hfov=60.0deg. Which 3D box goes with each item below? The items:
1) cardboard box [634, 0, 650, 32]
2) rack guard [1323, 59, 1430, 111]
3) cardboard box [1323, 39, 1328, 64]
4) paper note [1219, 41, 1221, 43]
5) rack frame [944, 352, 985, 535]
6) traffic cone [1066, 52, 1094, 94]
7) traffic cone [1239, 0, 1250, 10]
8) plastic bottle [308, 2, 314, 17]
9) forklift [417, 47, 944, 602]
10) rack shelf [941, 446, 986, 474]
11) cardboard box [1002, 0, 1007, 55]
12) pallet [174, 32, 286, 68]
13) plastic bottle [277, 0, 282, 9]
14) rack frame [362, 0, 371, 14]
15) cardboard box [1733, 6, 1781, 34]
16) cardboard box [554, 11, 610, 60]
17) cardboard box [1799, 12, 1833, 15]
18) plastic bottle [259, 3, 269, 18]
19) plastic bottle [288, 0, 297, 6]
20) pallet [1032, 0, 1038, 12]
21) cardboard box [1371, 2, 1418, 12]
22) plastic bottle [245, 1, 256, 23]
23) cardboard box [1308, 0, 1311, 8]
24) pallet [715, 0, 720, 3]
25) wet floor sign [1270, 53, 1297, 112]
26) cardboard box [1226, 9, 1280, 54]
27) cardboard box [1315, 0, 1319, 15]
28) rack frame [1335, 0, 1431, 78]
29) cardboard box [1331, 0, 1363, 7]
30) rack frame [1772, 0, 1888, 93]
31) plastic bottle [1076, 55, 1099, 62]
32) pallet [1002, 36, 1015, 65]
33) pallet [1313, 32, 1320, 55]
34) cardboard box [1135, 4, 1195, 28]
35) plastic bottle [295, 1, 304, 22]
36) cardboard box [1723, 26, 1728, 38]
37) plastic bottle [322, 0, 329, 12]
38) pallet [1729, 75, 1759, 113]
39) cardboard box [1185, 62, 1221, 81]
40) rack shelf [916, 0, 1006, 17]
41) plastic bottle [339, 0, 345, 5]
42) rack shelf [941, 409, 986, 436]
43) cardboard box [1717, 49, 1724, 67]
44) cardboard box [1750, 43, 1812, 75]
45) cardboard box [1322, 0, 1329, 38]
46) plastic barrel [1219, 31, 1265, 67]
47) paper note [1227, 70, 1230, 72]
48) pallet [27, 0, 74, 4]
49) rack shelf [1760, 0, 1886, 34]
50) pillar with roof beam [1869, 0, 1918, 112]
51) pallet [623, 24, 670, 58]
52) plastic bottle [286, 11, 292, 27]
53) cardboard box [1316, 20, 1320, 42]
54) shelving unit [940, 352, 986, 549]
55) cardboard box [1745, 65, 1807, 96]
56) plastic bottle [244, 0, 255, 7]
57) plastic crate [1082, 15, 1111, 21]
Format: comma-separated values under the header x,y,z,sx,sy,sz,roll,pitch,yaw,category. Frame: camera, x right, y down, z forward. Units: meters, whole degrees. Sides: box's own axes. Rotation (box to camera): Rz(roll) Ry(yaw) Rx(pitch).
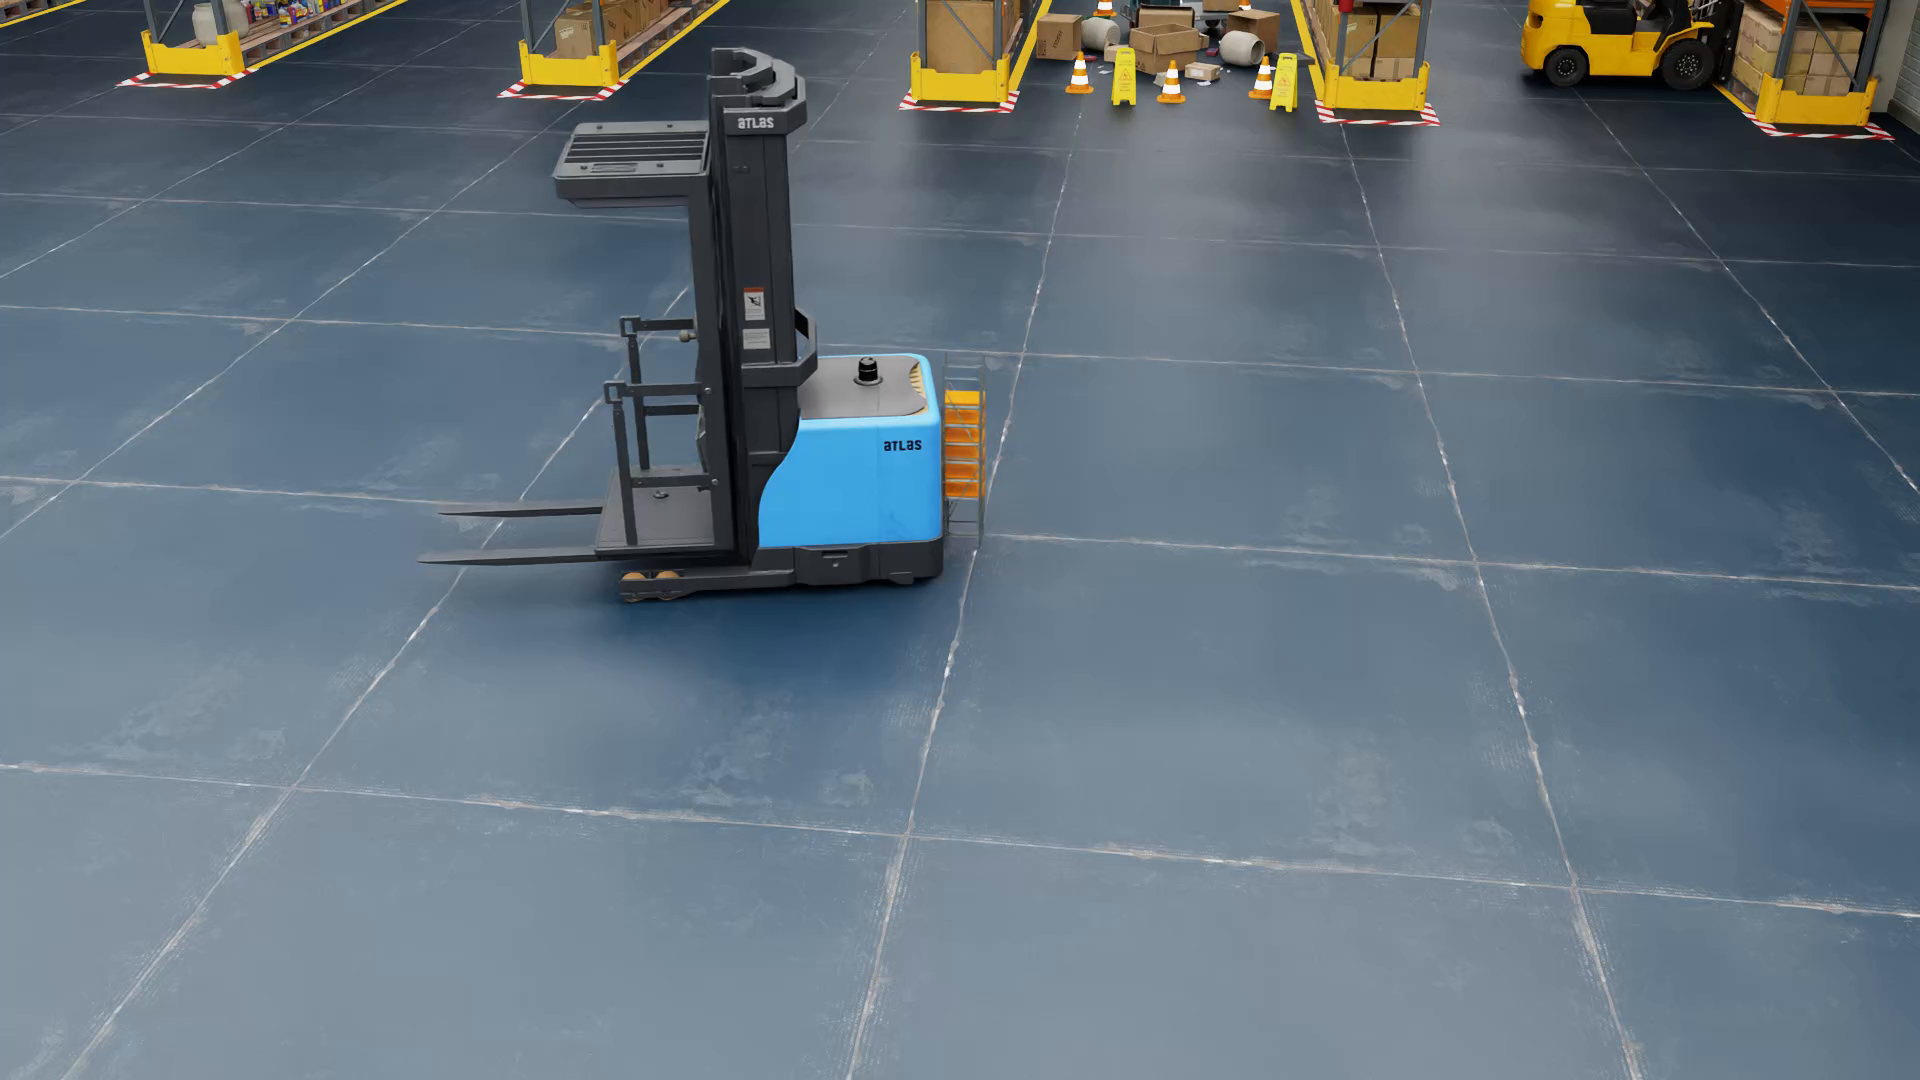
x,y,z,sx,sy,sz,roll,pitch,yaw,category
-4.564,-7.270,22.774,0.500,0.500,0.500,1,28,2,cardboard box
4.940,-5.415,19.773,1.175,0.500,0.348,3,28,6,rack guard
4.834,-6.093,20.854,0.500,0.250,0.500,3,29,6,cardboard box
3.663,-6.905,23.034,0.148,0.019,0.142,3,28,6,paper note
0.028,-0.568,10.039,0.240,1.200,0.006,2,28,4,rack frame
1.480,-5.770,20.472,0.336,0.463,0.334,3,28,6,traffic cone
4.184,-7.910,24.445,0.336,0.463,0.334,3,28,6,traffic cone
-9.197,-7.492,23.480,0.097,0.201,0.097,0,28,0,plastic bottle
-1.644,-1.196,9.379,3.031,2.935,1.130,-2,28,-5,forklift
0.020,-0.486,9.980,0.258,0.103,0.180,2,28,4,rack shelf
0.129,-6.706,21.333,0.875,0.875,0.875,3,28,5,cardboard box
-9.753,-6.536,22.160,1.003,0.211,1.213,3,28,6,pallet
-9.864,-7.809,23.911,0.144,0.351,0.185,2,28,4,plastic bottle
-9.330,-9.226,24.212,1.000,3.000,0.127,3,28,6,rack frame
9.713,-6.321,20.222,0.500,0.250,0.500,4,29,7,cardboard box
-4.811,-6.433,21.220,0.500,0.500,0.500,9,30,16,cardboard box
10.234,-6.293,20.170,0.500,0.250,0.500,3,28,6,cardboard box
-9.813,-7.469,23.438,0.097,0.201,0.097,0,28,0,plastic bottle
-9.698,-7.889,24.060,0.144,0.351,0.185,3,28,6,plastic bottle
0.663,-8.318,25.467,1.003,0.211,1.213,3,28,6,pallet
5.366,-6.405,20.642,0.500,0.500,0.500,2,28,4,cardboard box
-9.866,-7.342,23.116,0.061,0.283,0.133,3,28,6,plastic bottle
5.568,-7.976,24.220,0.950,0.372,0.625,5,29,9,cardboard box
-4.173,-8.653,26.089,1.003,0.211,1.213,3,28,6,pallet
3.846,-5.416,19.622,0.267,0.644,0.232,14,31,24,wet floor sign
3.939,-6.838,22.412,0.500,0.500,0.500,-24,36,-37,cardboard box
5.081,-7.405,22.497,0.500,0.500,0.500,5,29,9,cardboard box
4.931,-6.479,19.114,1.000,3.000,0.127,3,28,6,rack frame
4.749,-6.638,20.391,0.380,0.149,0.250,4,29,8,cardboard box
9.858,-6.193,18.582,1.000,3.000,0.127,3,28,6,rack frame
1.688,-6.378,22.025,0.283,0.061,0.133,-6,29,-11,plastic bottle
0.178,-6.445,21.991,1.003,0.211,1.213,3,28,6,pallet
5.374,-6.816,22.680,1.003,0.211,1.213,3,28,6,pallet
2.740,-6.855,22.300,0.797,0.637,0.503,3,28,6,cardboard box
-9.234,-7.379,23.198,0.097,0.271,0.097,0,28,0,plastic bottle
9.786,-6.349,20.802,0.500,0.250,0.500,3,28,6,cardboard box
-9.125,-7.734,23.844,0.061,0.283,0.133,5,29,10,plastic bottle
9.910,-5.327,19.916,1.003,0.211,1.213,3,28,6,pallet
3.087,-5.958,21.153,0.380,0.149,0.250,20,34,32,cardboard box
0.251,-7.344,21.478,1.077,0.370,4.000,3,28,6,rack shelf
-9.061,-7.978,24.296,0.061,0.283,0.133,5,29,9,plastic bottle
0.020,-0.697,9.866,0.258,0.103,0.180,2,28,4,rack shelf
9.784,-6.121,20.905,0.500,0.250,0.500,4,29,8,cardboard box
9.607,-5.634,19.475,0.500,0.250,0.500,3,28,6,cardboard box
4.900,-6.659,21.114,0.500,0.500,0.500,3,28,5,cardboard box
3.681,-6.405,21.693,0.421,0.421,0.512,-24,36,-37,plastic barrel
3.472,-6.061,21.490,0.032,0.001,0.123,3,28,6,paper note
-14.194,-8.637,26.059,1.003,0.211,1.213,3,28,6,pallet
10.103,-6.817,20.500,1.077,0.370,4.000,3,28,6,rack shelf
6.565,-9.359,18.135,9.100,9.000,0.400,3,28,6,pillar with roof beam
-4.609,-6.816,22.680,1.003,0.211,1.213,3,28,6,pallet
-9.276,-7.189,22.918,0.097,0.201,0.097,0,28,0,plastic bottle
5.027,-6.823,22.208,0.500,0.250,0.500,5,29,9,cardboard box
0.020,-0.525,9.959,0.258,1.200,0.189,2,28,4,shelving unit
9.602,-5.407,19.579,0.500,0.250,0.500,4,29,7,cardboard box
-9.955,-7.410,23.250,0.152,0.276,0.135,3,28,5,plastic bottle
1.775,-7.232,23.415,0.450,0.188,0.662,9,28,37,plastic crate
